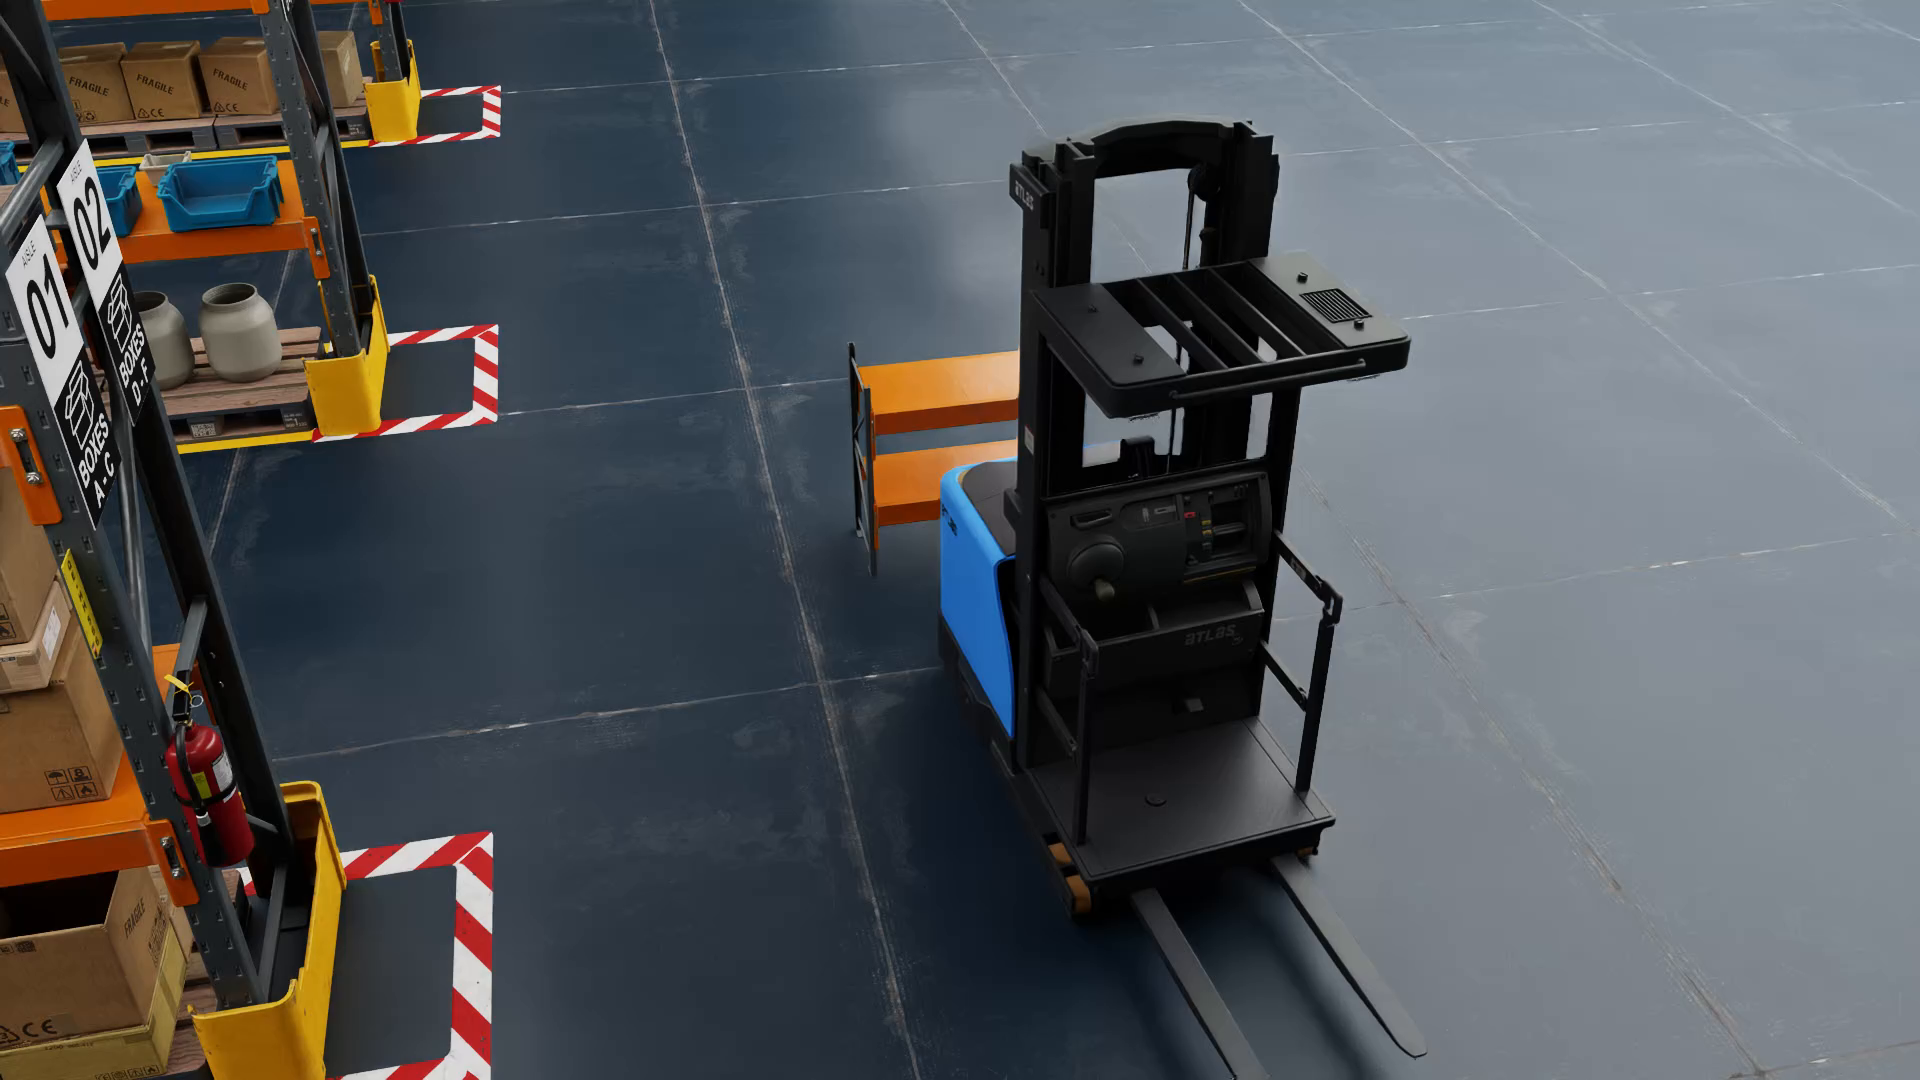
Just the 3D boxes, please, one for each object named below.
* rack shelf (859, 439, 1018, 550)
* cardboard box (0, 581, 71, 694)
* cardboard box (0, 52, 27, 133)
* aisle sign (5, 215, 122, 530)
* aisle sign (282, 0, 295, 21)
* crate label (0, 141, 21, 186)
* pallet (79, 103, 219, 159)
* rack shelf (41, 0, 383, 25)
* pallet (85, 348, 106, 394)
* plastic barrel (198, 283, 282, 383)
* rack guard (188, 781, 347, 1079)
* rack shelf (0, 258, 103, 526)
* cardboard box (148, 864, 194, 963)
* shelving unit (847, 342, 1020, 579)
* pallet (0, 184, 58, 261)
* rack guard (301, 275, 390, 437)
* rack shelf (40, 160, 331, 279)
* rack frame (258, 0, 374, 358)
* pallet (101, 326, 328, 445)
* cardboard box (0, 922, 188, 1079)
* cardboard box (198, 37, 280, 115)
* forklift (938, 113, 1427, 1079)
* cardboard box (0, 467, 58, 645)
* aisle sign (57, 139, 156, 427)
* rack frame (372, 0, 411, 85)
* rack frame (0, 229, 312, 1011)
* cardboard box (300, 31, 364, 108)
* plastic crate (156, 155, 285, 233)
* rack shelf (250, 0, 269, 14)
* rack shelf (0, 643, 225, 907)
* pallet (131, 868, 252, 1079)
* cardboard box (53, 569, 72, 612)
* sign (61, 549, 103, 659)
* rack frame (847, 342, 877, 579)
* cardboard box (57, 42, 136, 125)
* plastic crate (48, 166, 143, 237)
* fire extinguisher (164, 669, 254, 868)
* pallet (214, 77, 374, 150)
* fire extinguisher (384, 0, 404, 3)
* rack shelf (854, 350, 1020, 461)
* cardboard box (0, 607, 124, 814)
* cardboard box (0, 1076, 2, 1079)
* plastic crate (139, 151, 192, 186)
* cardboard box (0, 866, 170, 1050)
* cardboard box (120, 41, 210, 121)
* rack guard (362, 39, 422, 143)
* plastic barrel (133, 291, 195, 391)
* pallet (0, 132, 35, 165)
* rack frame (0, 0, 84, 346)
[{"bbox_3d":[-0.007,-0.263,8.795,1.000,0.278,0.538,-7,35,-11],"label":"rack shelf"},{"bbox_3d":[-2.946,0.306,5.153,0.250,0.149,0.380,-8,35,-11],"label":"cardboard box"},{"bbox_3d":[-7.742,-3.665,13.609,0.500,0.500,0.500,3,34,5],"label":"cardboard box"},{"bbox_3d":[-2.486,-0.462,4.636,0.004,0.787,0.394,-7,35,-11],"label":"aisle sign"},{"bbox_3d":[-3.568,-3.153,8.647,0.004,0.787,0.394,-7,35,-11],"label":"aisle sign"},{"bbox_3d":[-5.440,-1.868,9.032,0.616,0.435,0.502,-7,35,-11],"label":"crate label"},{"bbox_3d":[-6.859,-3.522,14.032,1.213,0.211,1.003,-7,35,-11],"label":"pallet"},{"bbox_3d":[-6.748,-4.374,13.444,4.000,0.370,1.077,-7,35,-11],"label":"rack shelf"},{"bbox_3d":[-5.749,-0.788,9.958,1.213,0.211,1.003,-7,35,-11],"label":"pallet"},{"bbox_3d":[-4.329,-1.245,9.992,0.421,0.512,0.421,0,34,0],"label":"plastic barrel"},{"bbox_3d":[-2.592,1.501,6.287,0.348,0.500,1.175,-7,35,-11],"label":"rack guard"},{"bbox_3d":[-4.566,-0.235,4.584,4.000,0.370,1.077,-7,35,-11],"label":"rack shelf"},{"bbox_3d":[-3.187,1.379,6.317,0.500,0.250,0.500,-7,35,-11],"label":"cardboard box"},{"bbox_3d":[-0.007,-0.466,8.658,1.048,1.125,0.538,-7,35,-11],"label":"shelving unit"},{"bbox_3d":[-3.310,-0.670,4.666,1.213,0.211,1.003,-7,35,-11],"label":"pallet"},{"bbox_3d":[-3.768,-1.153,10.243,0.348,0.500,1.175,-7,35,-11],"label":"rack guard"},{"bbox_3d":[-5.655,-1.682,9.433,4.000,0.370,1.077,-7,35,-11],"label":"rack shelf"},{"bbox_3d":[-3.704,-2.226,9.599,0.127,3.000,1.000,-7,35,-11],"label":"rack frame"},{"bbox_3d":[-4.561,-0.936,10.179,1.213,0.211,1.003,-7,35,-11],"label":"pallet"},{"bbox_3d":[-3.073,1.660,5.898,0.500,0.250,0.500,-7,35,-11],"label":"cardboard box"},{"bbox_3d":[-5.985,-3.895,13.951,0.500,0.500,0.500,1,34,2],"label":"cardboard box"},{"bbox_3d":[0.850,0.042,6.280,1.130,2.935,3.031,-11,35,-16],"label":"forklift"},{"bbox_3d":[-3.125,-0.057,5.112,0.500,0.500,0.700,-7,35,-10],"label":"cardboard box"},{"bbox_3d":[-2.619,-0.788,5.122,0.004,0.787,0.394,-7,35,-11],"label":"aisle sign"},{"bbox_3d":[-4.797,-4.918,13.610,0.127,3.000,1.000,-7,35,-11],"label":"rack frame"},{"bbox_3d":[-2.615,0.466,5.586,0.127,3.000,1.000,-7,35,-11],"label":"rack frame"},{"bbox_3d":[-5.410,-3.987,14.089,0.500,0.500,0.500,-1,34,-2],"label":"cardboard box"},{"bbox_3d":[-4.126,-1.940,9.306,0.616,0.251,0.499,-7,35,-11],"label":"plastic crate"},{"bbox_3d":[-5.655,-2.927,8.597,4.000,0.370,1.077,-7,35,-11],"label":"rack shelf"},{"bbox_3d":[-4.566,1.011,5.420,4.000,0.370,1.077,-7,35,-11],"label":"rack shelf"},{"bbox_3d":[-3.352,1.741,6.189,1.213,0.211,1.003,-7,35,-11],"label":"pallet"},{"bbox_3d":[-3.045,0.087,5.480,0.250,0.149,0.380,-7,35,-11],"label":"cardboard box"},{"bbox_3d":[-2.509,0.184,4.755,0.005,0.325,0.100,-7,35,-11],"label":"sign"},{"bbox_3d":[-0.502,-0.404,8.565,0.032,1.125,0.500,-7,35,-11],"label":"rack frame"},{"bbox_3d":[-7.154,-3.784,13.786,0.500,0.500,0.500,-10,35,-15],"label":"cardboard box"},{"bbox_3d":[-4.761,-1.864,9.192,0.408,0.251,0.499,-7,35,-11],"label":"plastic crate"},{"bbox_3d":[-2.397,0.736,5.253,0.183,0.674,0.296,-7,35,-11],"label":"fire extinguisher"},{"bbox_3d":[-5.671,-3.670,14.253,1.213,0.211,1.003,-7,35,-11],"label":"pallet"},{"bbox_3d":[-4.583,-4.650,13.279,0.183,0.674,0.296,-7,35,-11],"label":"fire extinguisher"},{"bbox_3d":[-0.007,-0.709,8.495,1.000,0.278,0.538,-7,35,-11],"label":"rack shelf"},{"bbox_3d":[-3.073,0.475,5.483,0.500,0.500,0.700,-7,35,-11],"label":"cardboard box"},{"bbox_3d":[-3.558,1.728,5.796,0.500,0.250,0.500,-7,35,-11],"label":"cardboard box"},{"bbox_3d":[-4.648,-2.182,9.769,0.250,0.136,0.298,-7,35,-11],"label":"plastic crate"},{"bbox_3d":[-3.072,1.350,5.687,0.500,0.500,0.500,-7,35,-11],"label":"cardboard box"},{"bbox_3d":[-6.600,-3.828,13.852,0.500,0.500,0.500,-4,34,-6],"label":"cardboard box"},{"bbox_3d":[-4.871,-3.871,14.293,0.348,0.500,1.175,-7,35,-11],"label":"rack guard"},{"bbox_3d":[-4.818,-1.183,9.900,0.421,0.512,0.421,0,34,0],"label":"plastic barrel"},{"bbox_3d":[-8.051,-3.370,13.806,1.213,0.211,1.003,-7,35,-11],"label":"pallet"},{"bbox_3d":[-2.615,-2.025,3.914,0.127,3.000,1.000,-7,35,-11],"label":"rack frame"}]
